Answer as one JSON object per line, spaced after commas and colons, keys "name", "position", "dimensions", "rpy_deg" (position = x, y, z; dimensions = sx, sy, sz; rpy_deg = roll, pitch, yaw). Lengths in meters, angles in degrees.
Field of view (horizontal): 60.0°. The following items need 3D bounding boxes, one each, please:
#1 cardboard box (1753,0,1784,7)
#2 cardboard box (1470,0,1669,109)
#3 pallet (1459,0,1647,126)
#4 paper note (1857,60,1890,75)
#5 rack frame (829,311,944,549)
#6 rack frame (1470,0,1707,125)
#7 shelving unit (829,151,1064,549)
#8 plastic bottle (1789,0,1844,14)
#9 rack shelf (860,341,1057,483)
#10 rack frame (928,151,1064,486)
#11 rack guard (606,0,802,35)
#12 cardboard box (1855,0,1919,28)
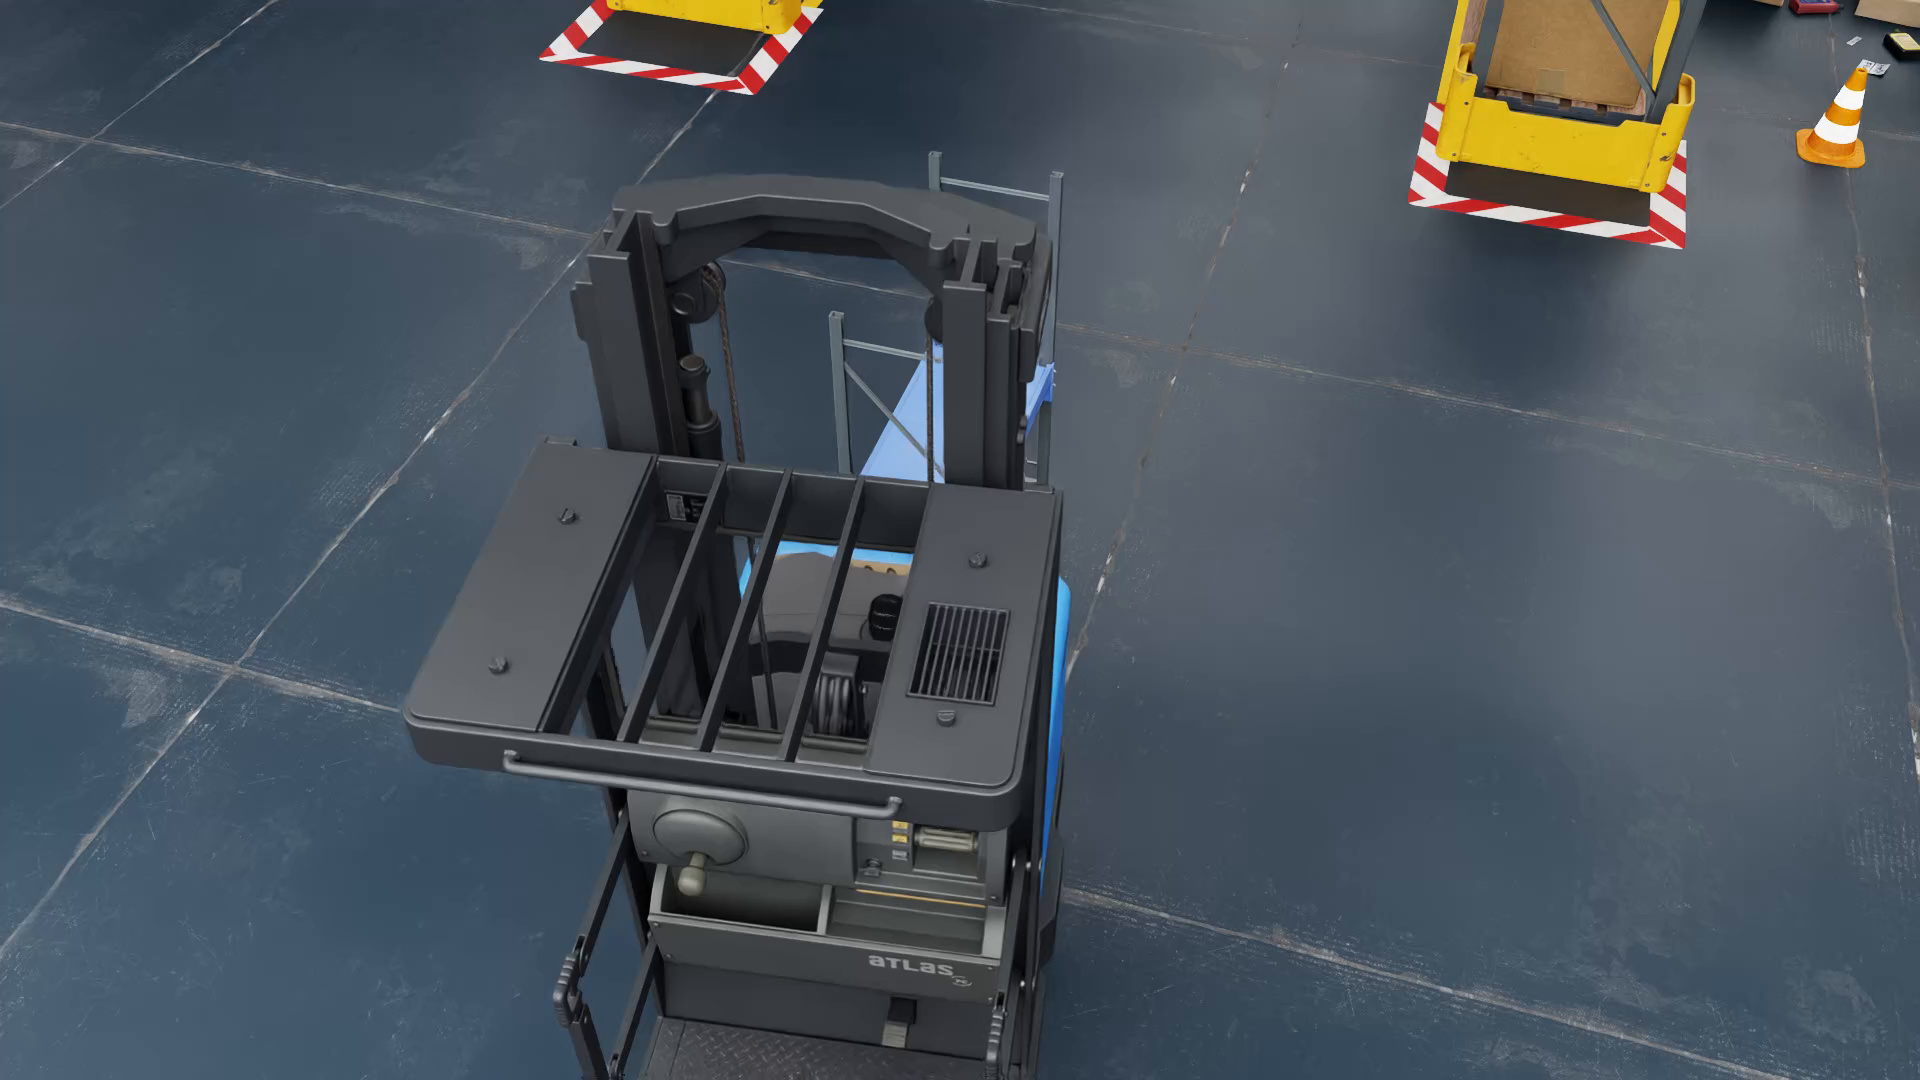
{"name": "cardboard box", "position": [4.850, -3.627, 10.097], "dimensions": [0.500, 0.500, 0.500], "rpy_deg": [20, 48, 19]}
{"name": "cardboard box", "position": [3.273, -2.962, 8.851], "dimensions": [0.875, 0.875, 0.875], "rpy_deg": [13, 46, 13]}
{"name": "pallet", "position": [3.298, -2.658, 9.315], "dimensions": [1.003, 0.211, 1.213], "rpy_deg": [13, 46, 13]}
{"name": "paper note", "position": [5.211, -2.701, 9.490], "dimensions": [0.144, 0.017, 0.142], "rpy_deg": [28, 51, 26]}
{"name": "rack frame", "position": [-0.180, -0.140, 5.821], "dimensions": [0.500, 1.500, 0.032], "rpy_deg": [13, 46, 12]}
{"name": "rack frame", "position": [3.131, -3.105, 7.778], "dimensions": [1.000, 3.000, 0.127], "rpy_deg": [13, 46, 13]}
{"name": "shelving unit", "position": [-0.026, -0.479, 6.167], "dimensions": [0.538, 1.500, 1.048], "rpy_deg": [13, 46, 12]}
{"name": "plastic bottle", "position": [5.153, -3.219, 9.996], "dimensions": [0.283, 0.061, 0.133], "rpy_deg": [-2, 44, -2]}
{"name": "rack shelf", "position": [-0.026, -0.351, 6.293], "dimensions": [0.538, 0.185, 1.000], "rpy_deg": [13, 46, 12]}
{"name": "rack frame", "position": [0.128, -0.818, 6.514], "dimensions": [0.500, 1.500, 0.032], "rpy_deg": [13, 46, 12]}
{"name": "rack guard", "position": [-1.543, -3.380, 9.847], "dimensions": [1.175, 0.500, 0.348], "rpy_deg": [13, 46, 13]}
{"name": "cardboard box", "position": [5.577, -3.258, 9.890], "dimensions": [0.396, 0.266, 0.258], "rpy_deg": [20, 48, 19]}
